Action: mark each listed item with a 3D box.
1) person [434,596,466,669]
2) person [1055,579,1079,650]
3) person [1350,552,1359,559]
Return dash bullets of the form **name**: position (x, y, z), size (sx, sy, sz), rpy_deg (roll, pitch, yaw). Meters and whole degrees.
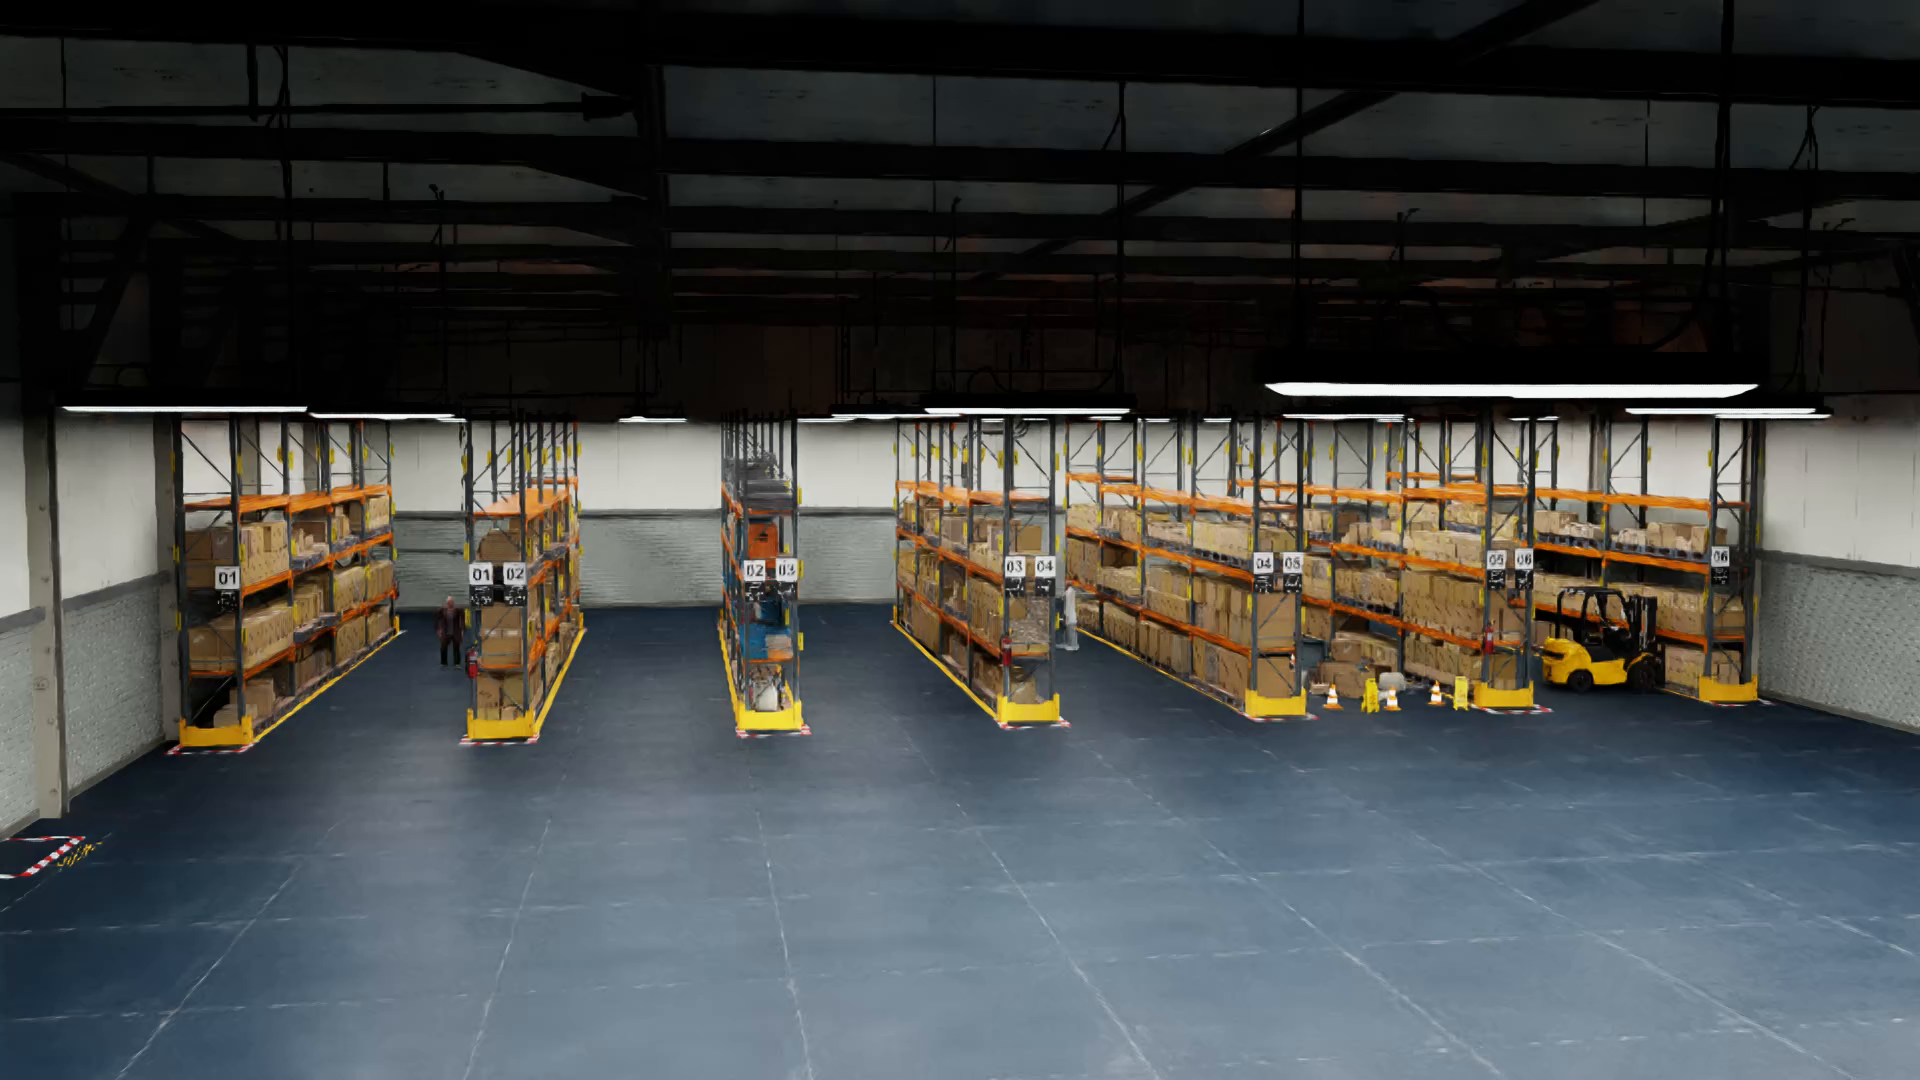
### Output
- **person**: position (-11.893, 2.154, 38.829), size (0.729, 1.733, 0.546), rpy_deg (-1, 4, -11)
- **person**: position (2.721, 1.877, 42.159), size (0.647, 1.773, 0.691), rpy_deg (1, 4, 13)
- **person**: position (12.900, 1.151, 54.084), size (0.399, 1.587, 0.551), rpy_deg (-4, 6, -44)
